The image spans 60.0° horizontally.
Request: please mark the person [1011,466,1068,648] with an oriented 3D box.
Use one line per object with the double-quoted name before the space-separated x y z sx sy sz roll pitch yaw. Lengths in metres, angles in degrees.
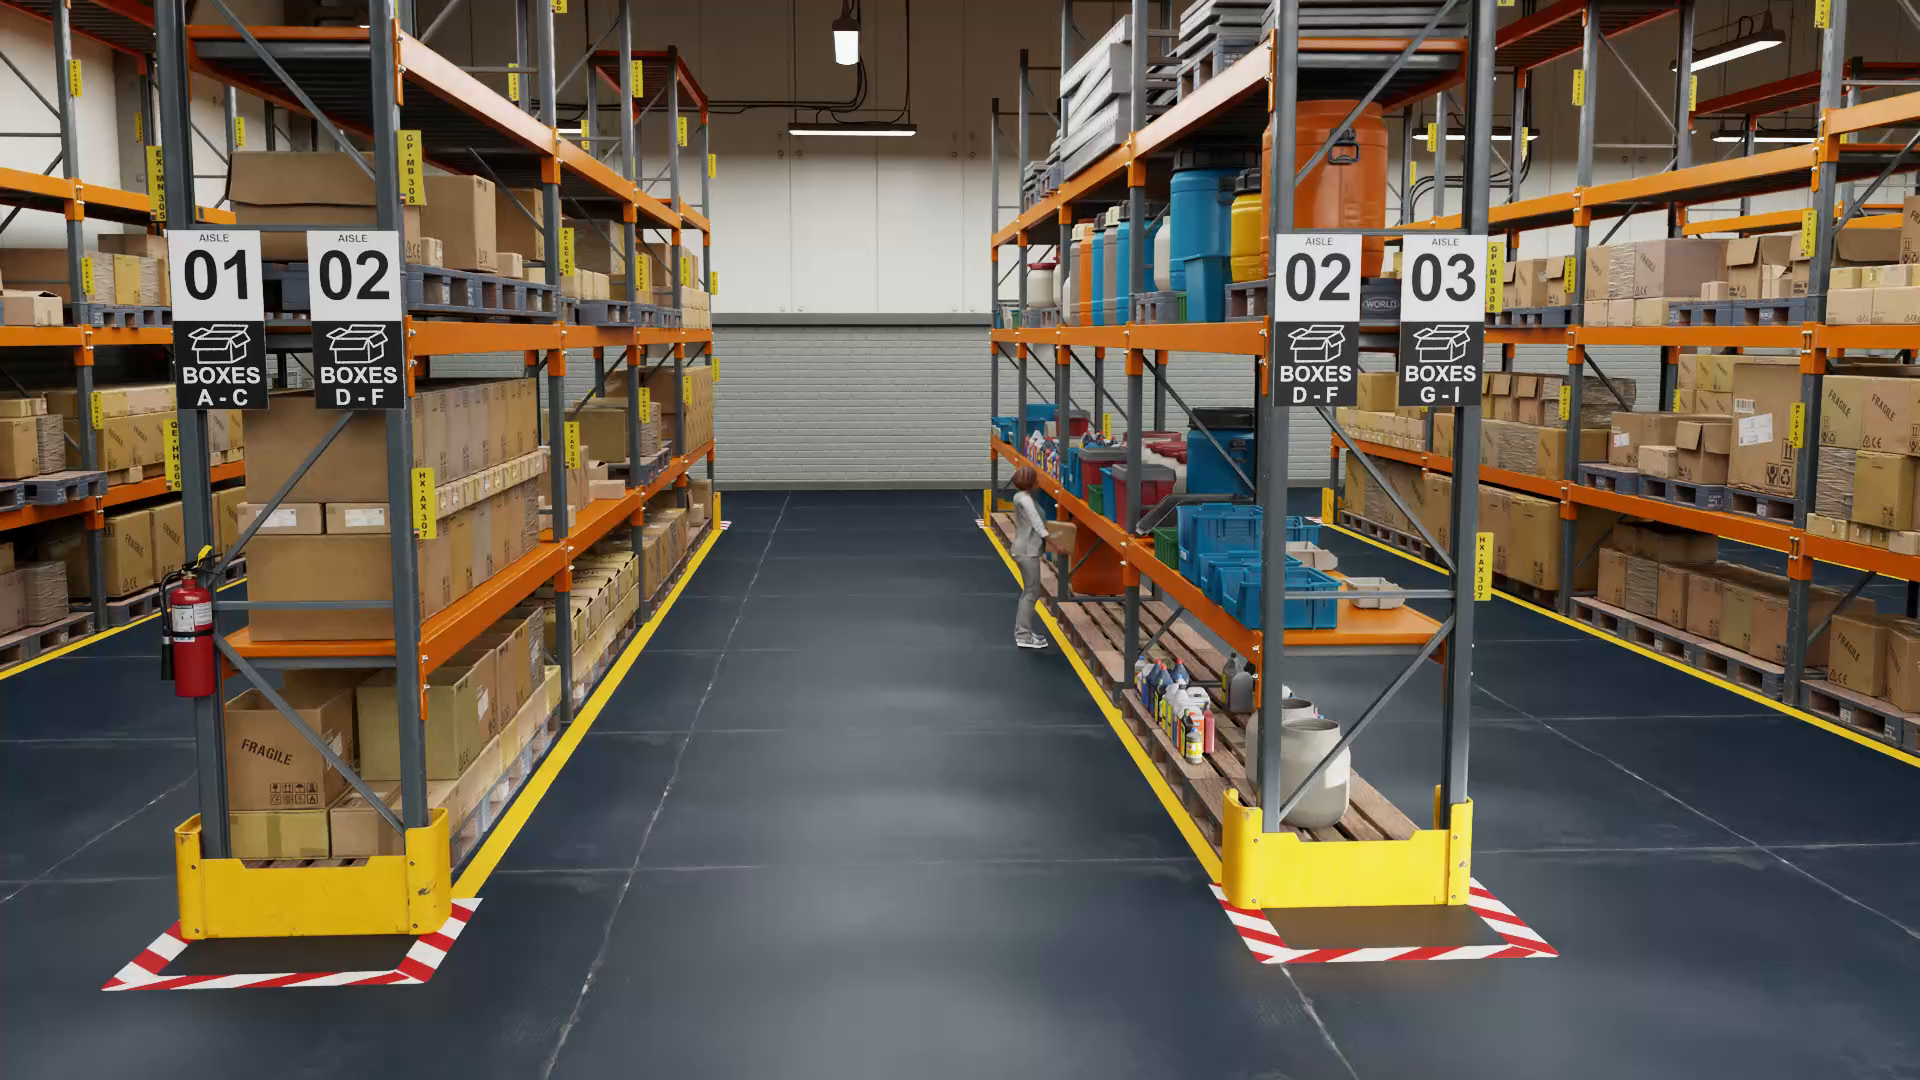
"person" 0.693 0.143 14.668 0.491 1.597 0.402 0 7 -4
